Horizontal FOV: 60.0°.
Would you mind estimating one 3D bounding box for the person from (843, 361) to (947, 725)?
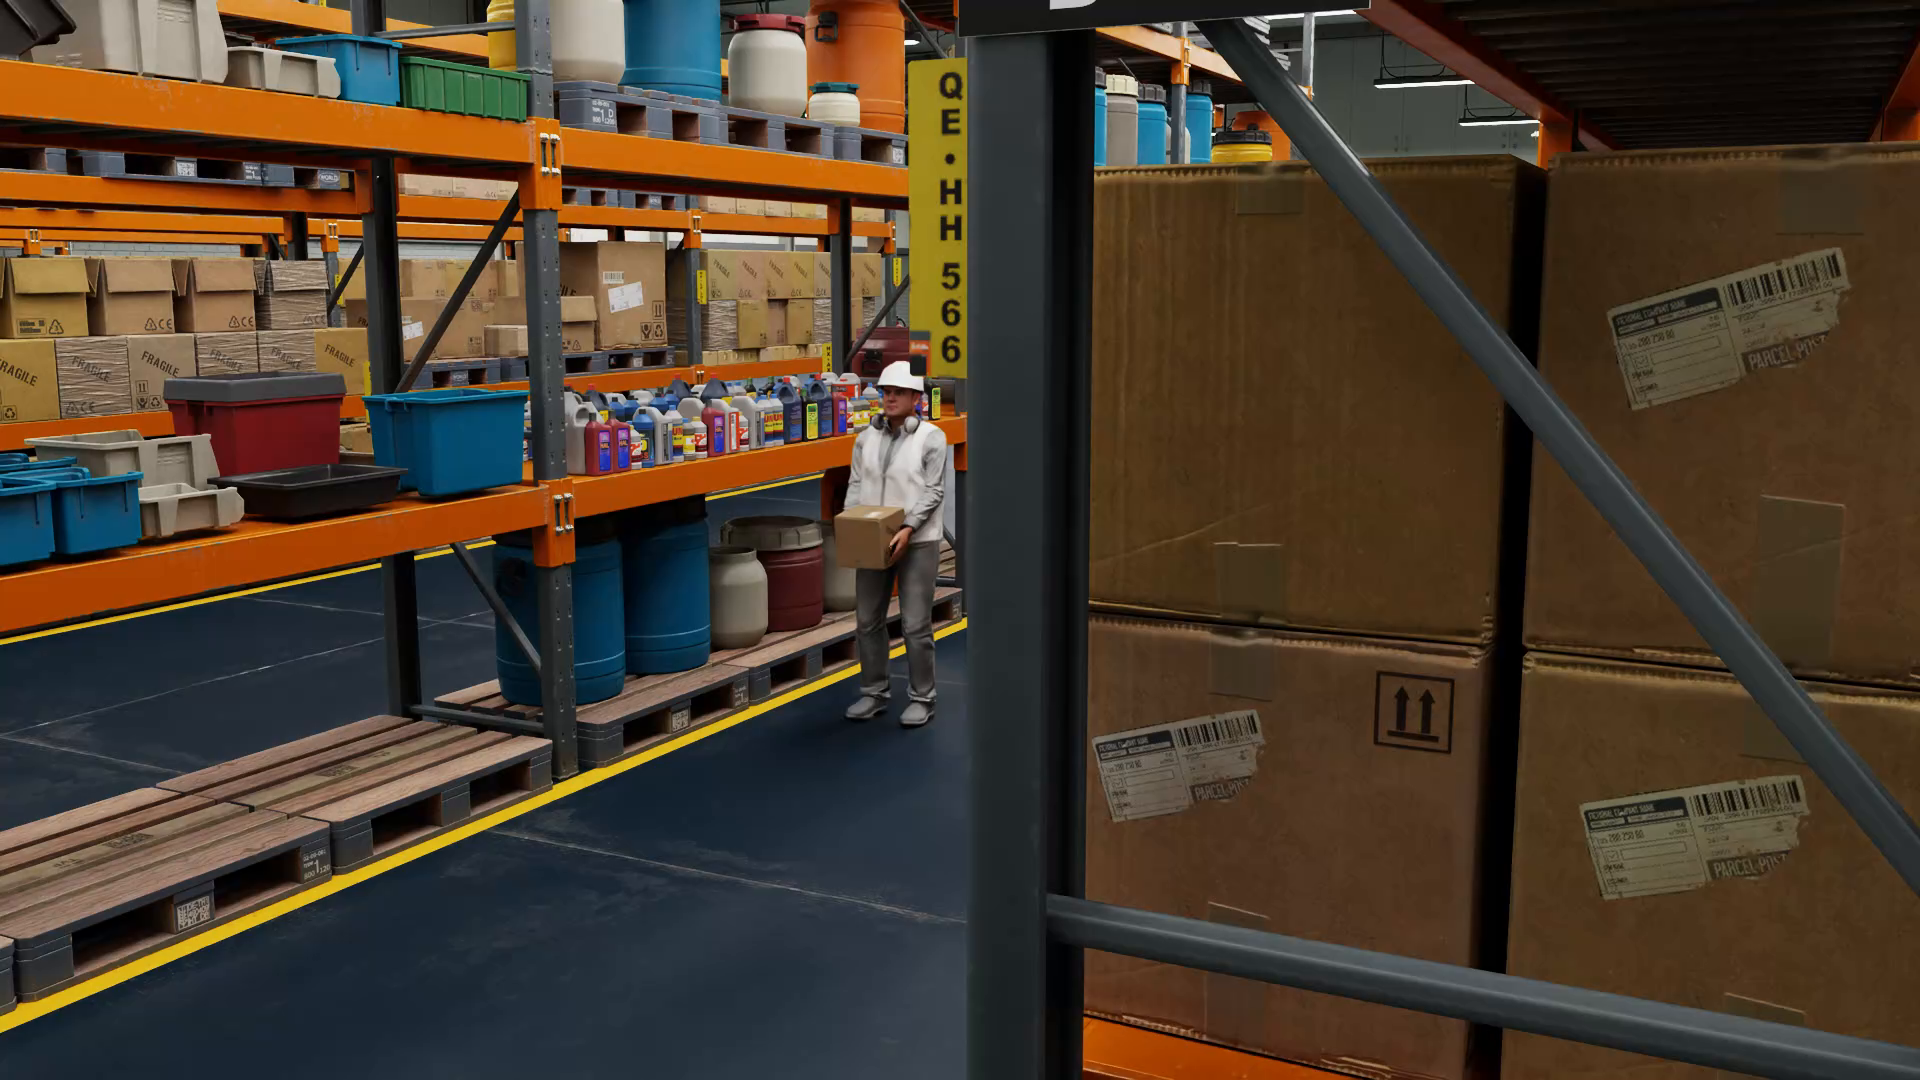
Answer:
[{"bbox_3d":[-0.334,0.020,8.140,0.528,1.778,0.529,4,10,26],"label":"person"}]
